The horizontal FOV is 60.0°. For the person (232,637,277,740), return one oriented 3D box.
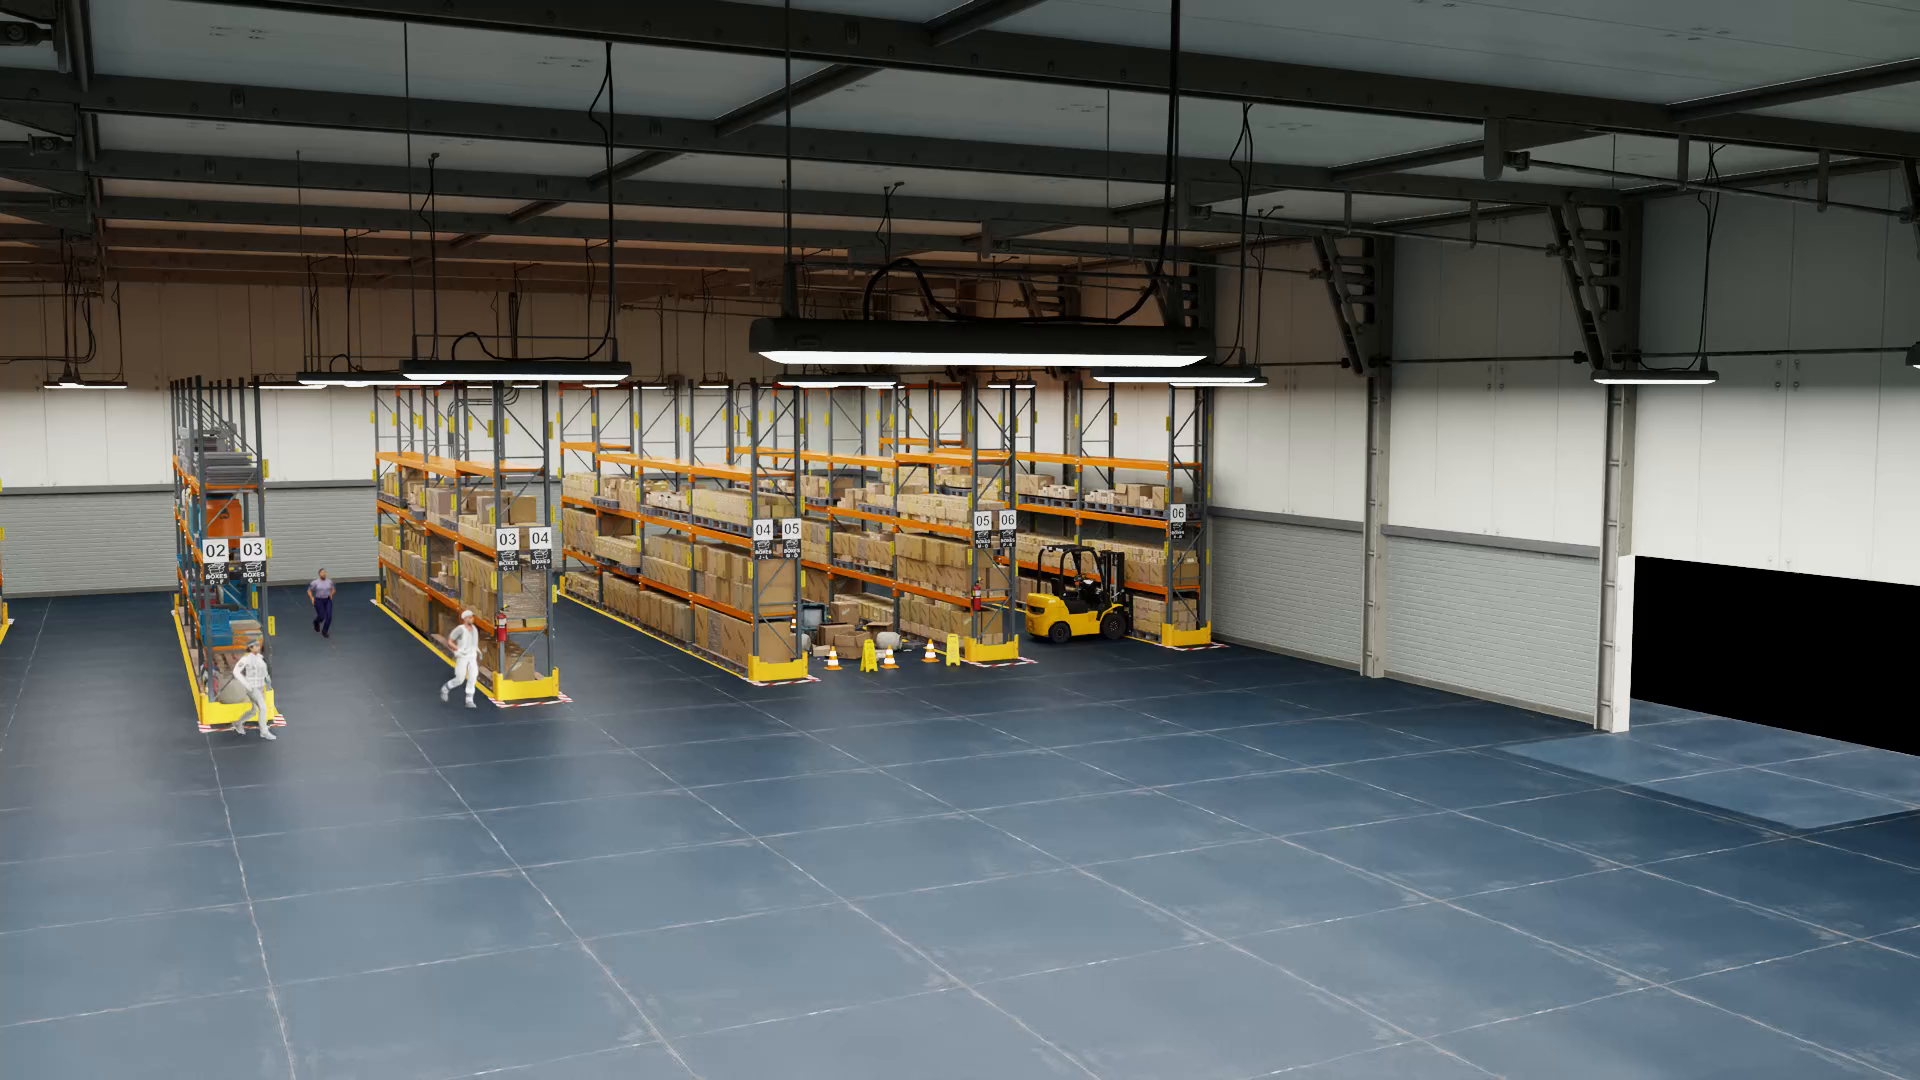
[{"bbox_3d":[-11.671,2.440,27.439,0.821,1.687,0.626,1,5,9],"label":"person"}]

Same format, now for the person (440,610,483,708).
[{"bbox_3d":[-8.990,2.152,30.330,0.916,1.740,0.718,4,6,35],"label":"person"}]

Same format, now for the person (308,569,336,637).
[{"bbox_3d":[-14.897,1.476,38.906,0.607,1.606,0.549,-4,6,-38],"label":"person"}]

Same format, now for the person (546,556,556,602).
[{"bbox_3d":[-10.972,0.970,44.056,0.581,1.656,0.826,-2,6,-24],"label":"person"}]
